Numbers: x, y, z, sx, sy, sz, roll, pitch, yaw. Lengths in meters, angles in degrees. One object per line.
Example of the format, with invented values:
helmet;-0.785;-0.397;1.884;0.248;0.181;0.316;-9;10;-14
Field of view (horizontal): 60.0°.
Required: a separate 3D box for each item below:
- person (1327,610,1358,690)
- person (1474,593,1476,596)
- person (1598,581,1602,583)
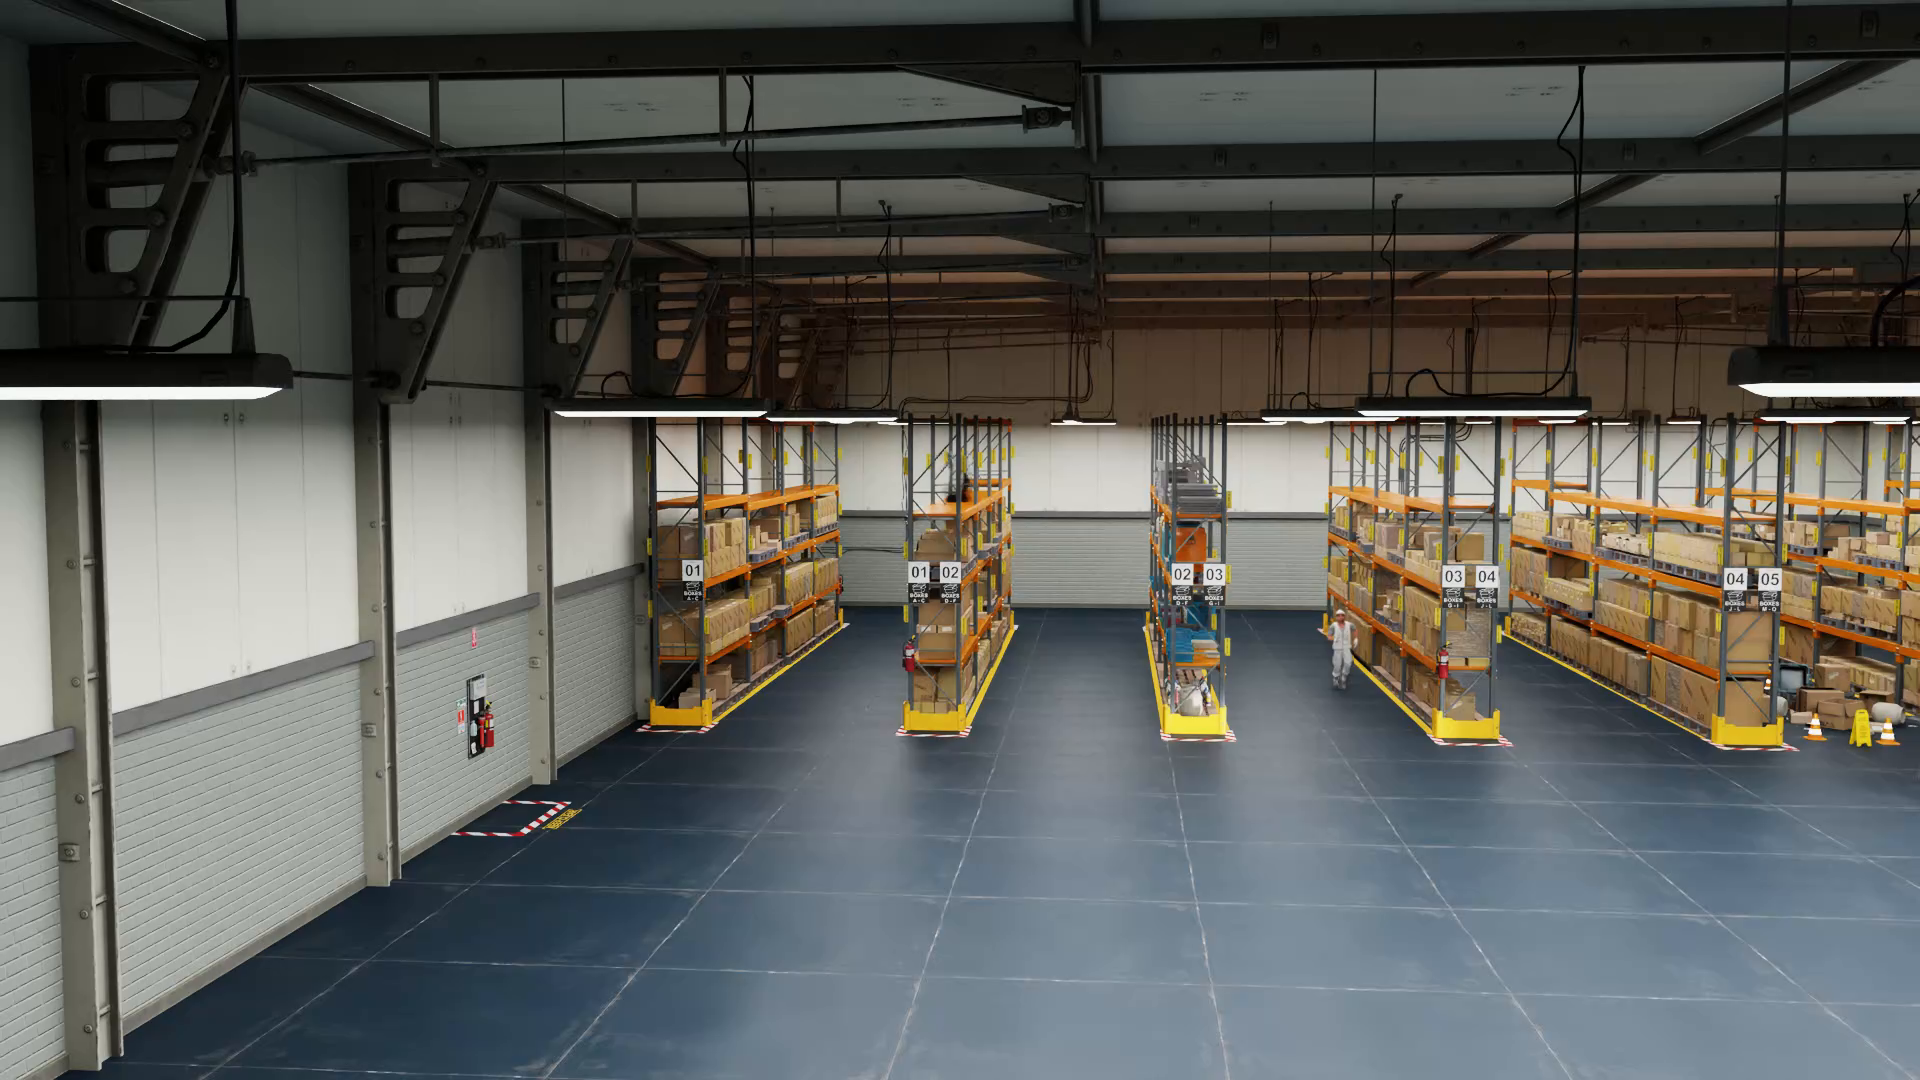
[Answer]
person;8.333;2.384;36.212;0.675;1.748;0.852;1;4;9
person;14.813;1.679;47.436;0.559;1.690;0.785;1;4;8
person;16.947;1.930;44.139;0.545;1.720;0.752;0;4;0
